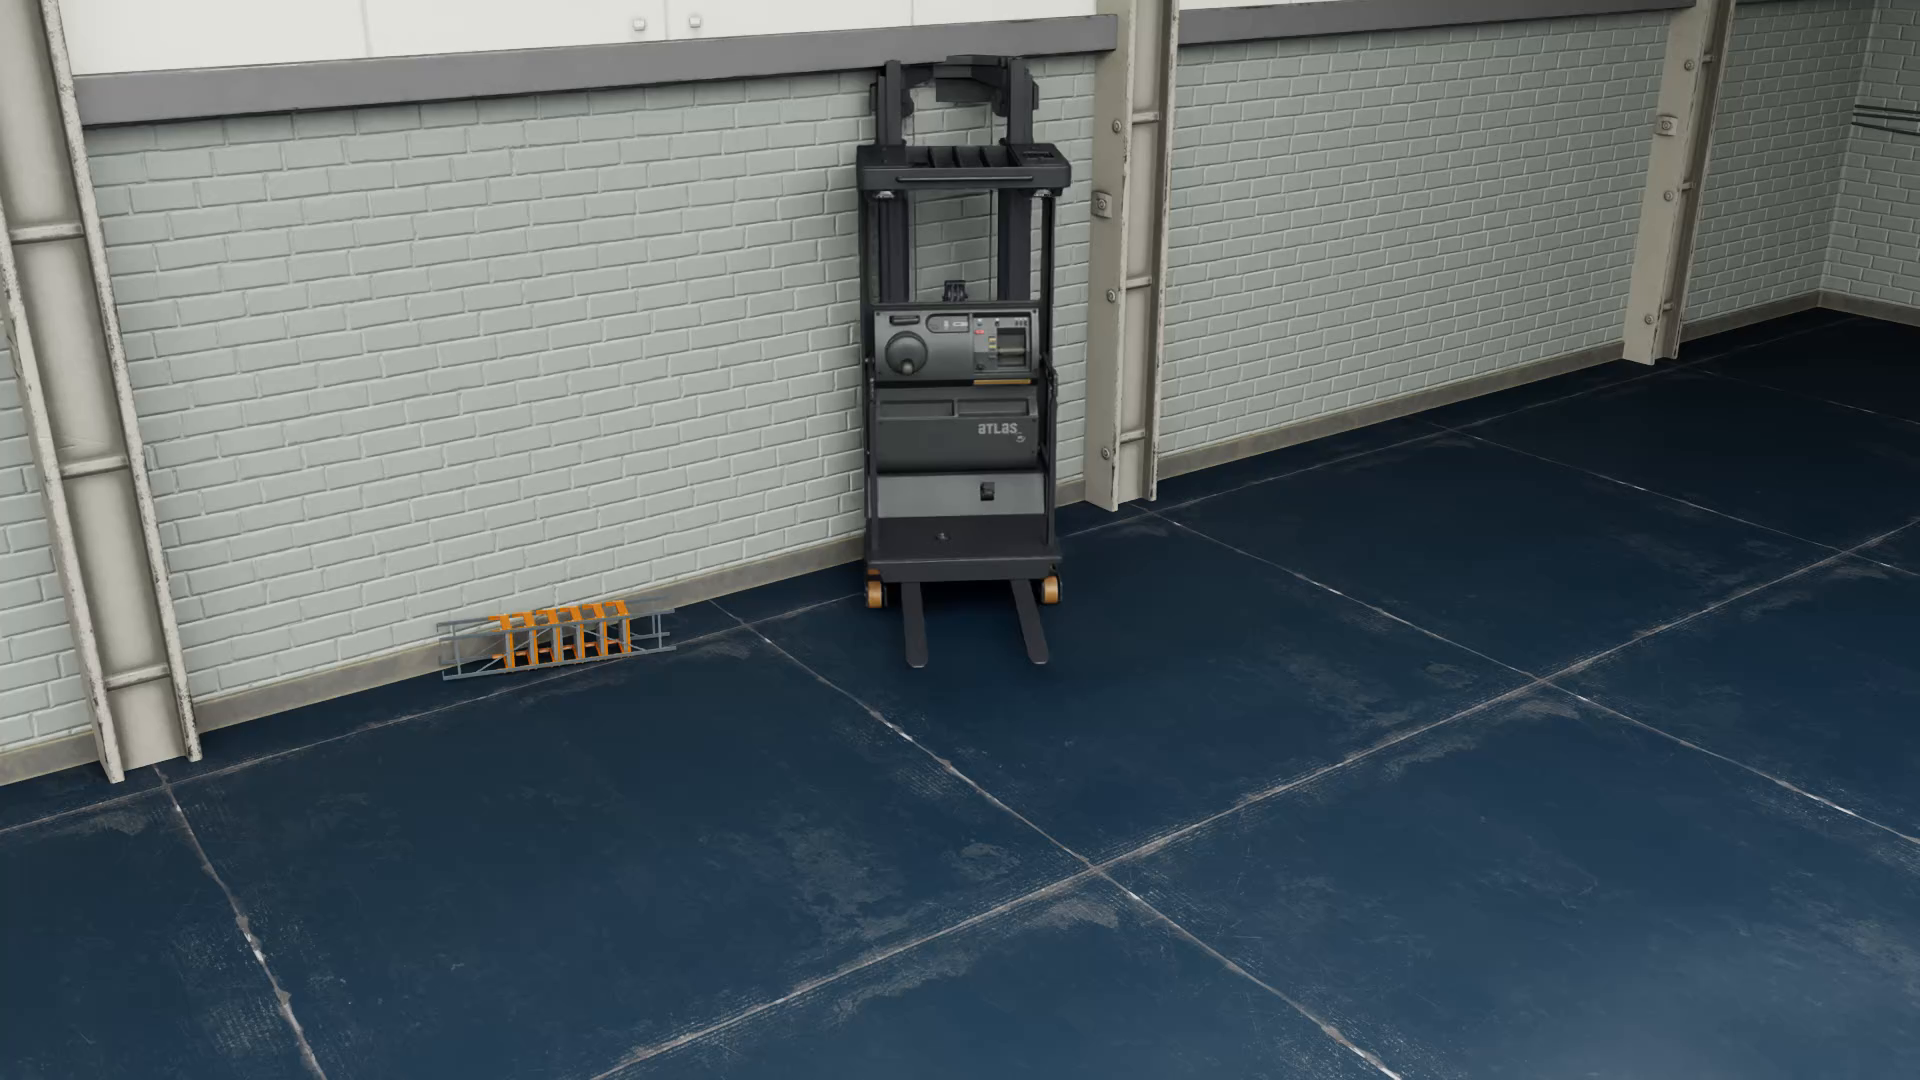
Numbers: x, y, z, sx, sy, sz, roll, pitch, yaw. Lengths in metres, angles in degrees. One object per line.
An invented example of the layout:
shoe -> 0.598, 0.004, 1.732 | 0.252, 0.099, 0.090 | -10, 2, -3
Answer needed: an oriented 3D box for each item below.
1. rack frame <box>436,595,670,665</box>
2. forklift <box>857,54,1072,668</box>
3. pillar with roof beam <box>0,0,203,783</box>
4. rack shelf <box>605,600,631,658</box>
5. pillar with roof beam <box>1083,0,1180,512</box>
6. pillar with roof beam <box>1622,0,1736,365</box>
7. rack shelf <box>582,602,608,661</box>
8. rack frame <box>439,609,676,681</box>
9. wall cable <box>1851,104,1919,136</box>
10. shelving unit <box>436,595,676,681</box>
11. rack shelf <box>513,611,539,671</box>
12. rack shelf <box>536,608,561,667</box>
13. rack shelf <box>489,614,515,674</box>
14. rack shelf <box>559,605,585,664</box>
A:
rack frame -> -2.144, 0.475, 8.825 | 1.200, 0.240, 0.006 | -7, 24, -19
forklift -> -0.001, -1.095, 9.185 | 1.130, 2.935, 3.031 | -1, 22, -3
pillar with roof beam -> -1.295, -1.859, 2.914 | 0.400, 9.000, 9.100 | -15, 26, -33
rack shelf -> -1.816, 0.474, 8.850 | 0.103, 0.258, 0.180 | -7, 24, -19
pillar with roof beam -> 3.576, -3.158, 6.168 | 0.400, 9.000, 9.100 | -15, 26, -33
pillar with roof beam -> 8.446, -4.457, 9.423 | 0.400, 9.000, 9.100 | -15, 26, -33
rack shelf -> -1.929, 0.487, 8.811 | 0.103, 0.258, 0.180 | -7, 24, -19
rack frame -> -2.080, 0.542, 8.667 | 1.200, 0.240, 0.006 | -7, 24, -19
wall cable -> 9.096, -4.549, 13.845 | 0.112, 2.526, 3.097 | -15, 26, -33
shelving unit -> -2.112, 0.509, 8.746 | 1.200, 0.258, 0.189 | -7, 24, -19
rack shelf -> -2.266, 0.526, 8.692 | 0.103, 0.258, 0.180 | -7, 24, -19
rack shelf -> -2.154, 0.513, 8.732 | 0.103, 0.258, 0.180 | -7, 24, -19
rack shelf -> -2.379, 0.540, 8.652 | 0.103, 0.258, 0.180 | -7, 24, -19
rack shelf -> -2.041, 0.500, 8.771 | 0.103, 0.258, 0.180 | -7, 24, -19
